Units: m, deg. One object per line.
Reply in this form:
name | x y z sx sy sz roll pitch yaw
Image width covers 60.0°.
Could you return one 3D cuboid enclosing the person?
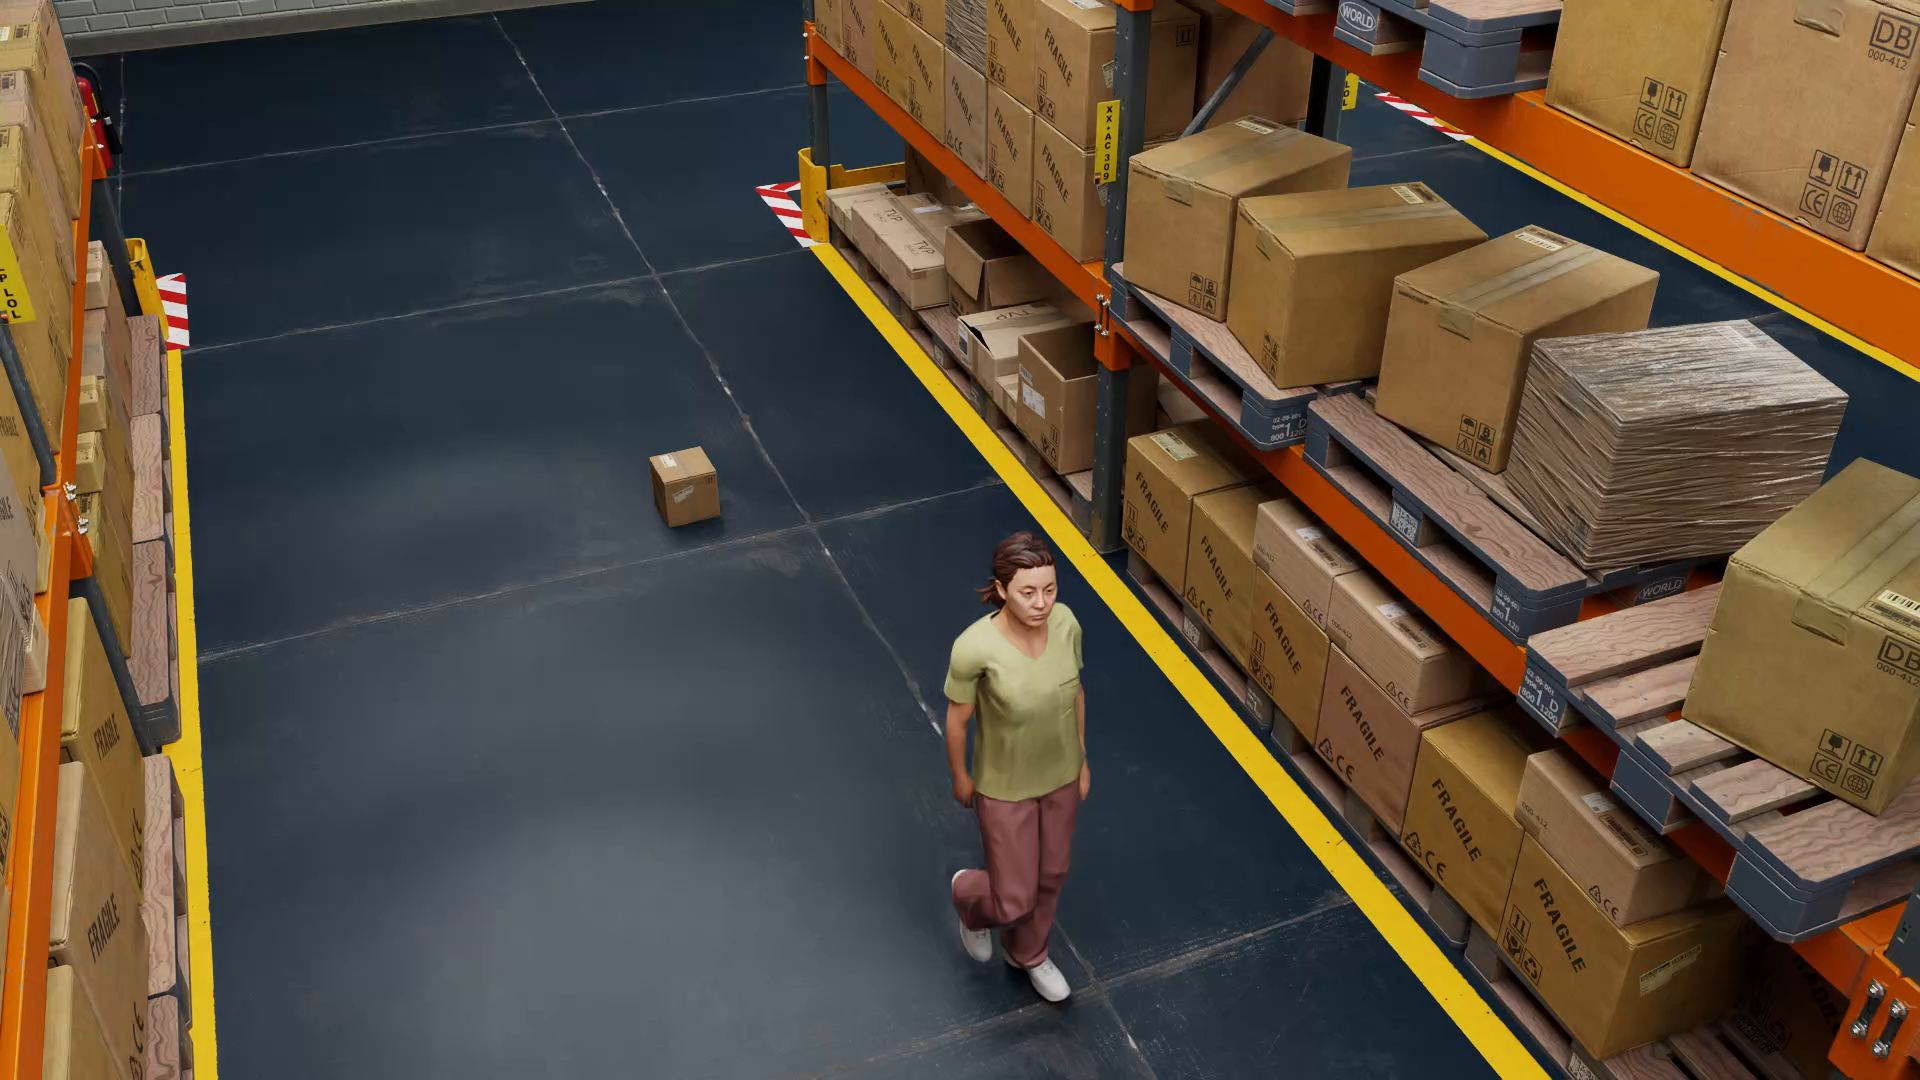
person | 0.189 0.709 5.033 0.445 1.664 0.484 -18 38 -25
